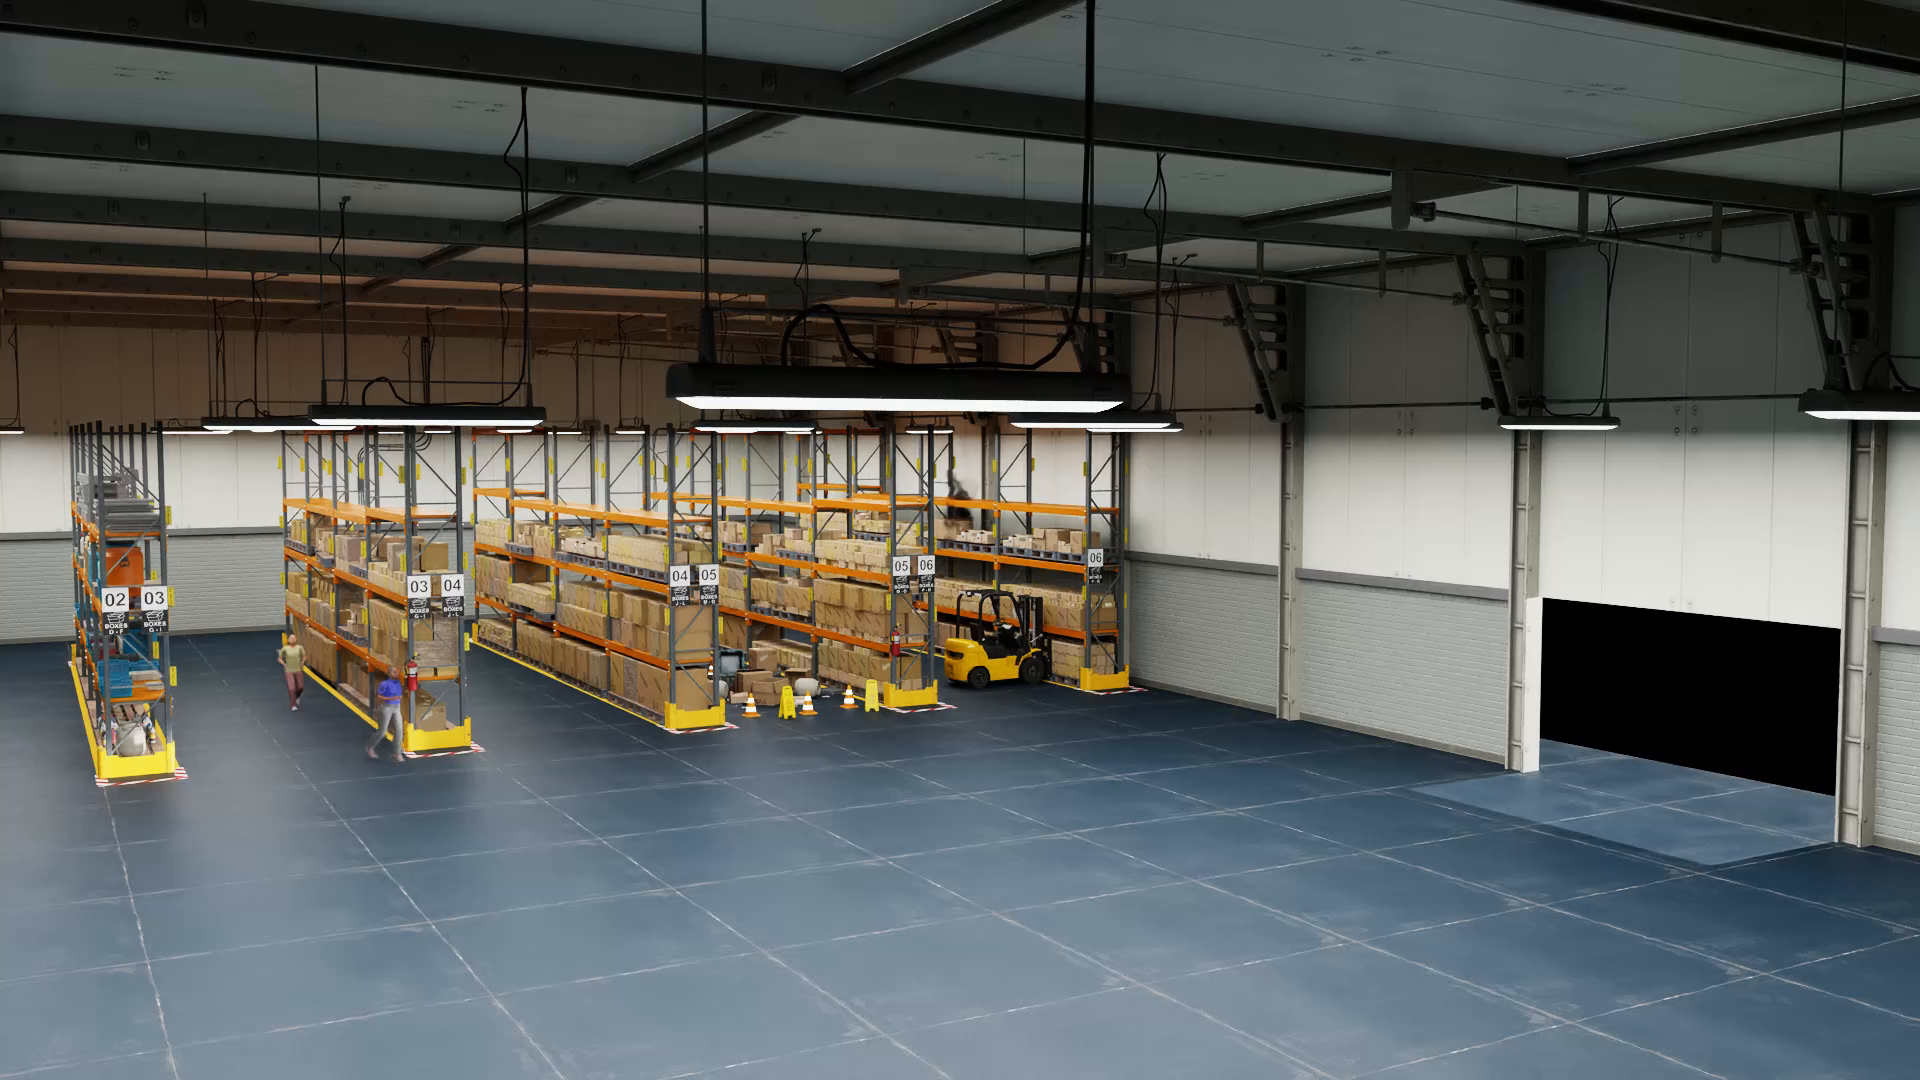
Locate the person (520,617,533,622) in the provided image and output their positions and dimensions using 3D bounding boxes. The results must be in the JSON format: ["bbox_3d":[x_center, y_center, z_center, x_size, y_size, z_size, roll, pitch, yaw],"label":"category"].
[{"bbox_3d":[-12.841,1.862,49.158,0.621,1.619,0.906,3,4,37],"label":"person"}]

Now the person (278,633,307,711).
[{"bbox_3d":[-13.987,2.754,34.870,0.577,1.620,0.566,-2,4,-29],"label":"person"}]

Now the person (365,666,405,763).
[{"bbox_3d":[-10.121,3.086,29.497,0.835,1.670,0.588,2,4,29],"label":"person"}]
